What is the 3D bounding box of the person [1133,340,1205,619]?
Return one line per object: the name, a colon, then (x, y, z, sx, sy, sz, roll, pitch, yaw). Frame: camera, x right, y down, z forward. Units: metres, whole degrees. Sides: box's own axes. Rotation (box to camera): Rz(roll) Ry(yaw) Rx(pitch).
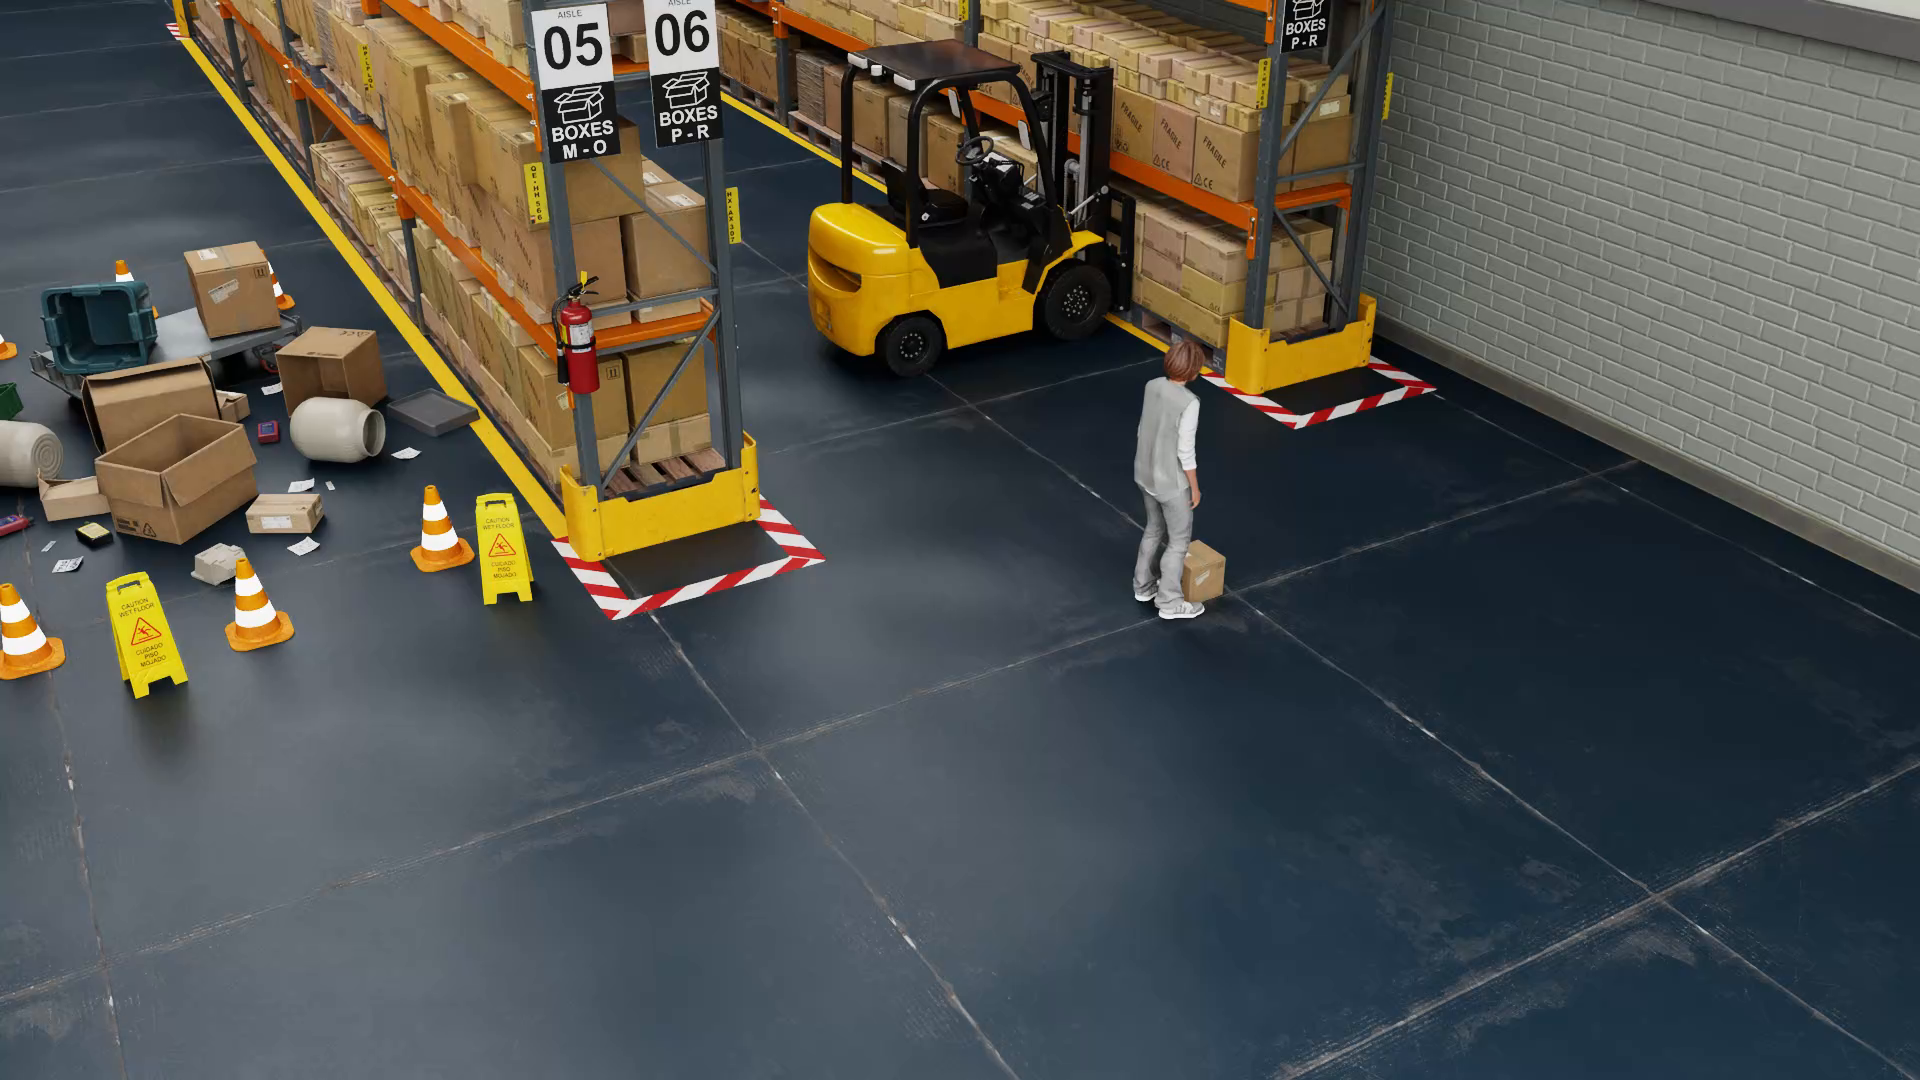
person: (1.146, -0.331, 9.148, 0.348, 1.593, 0.465, -16, 33, -26)
